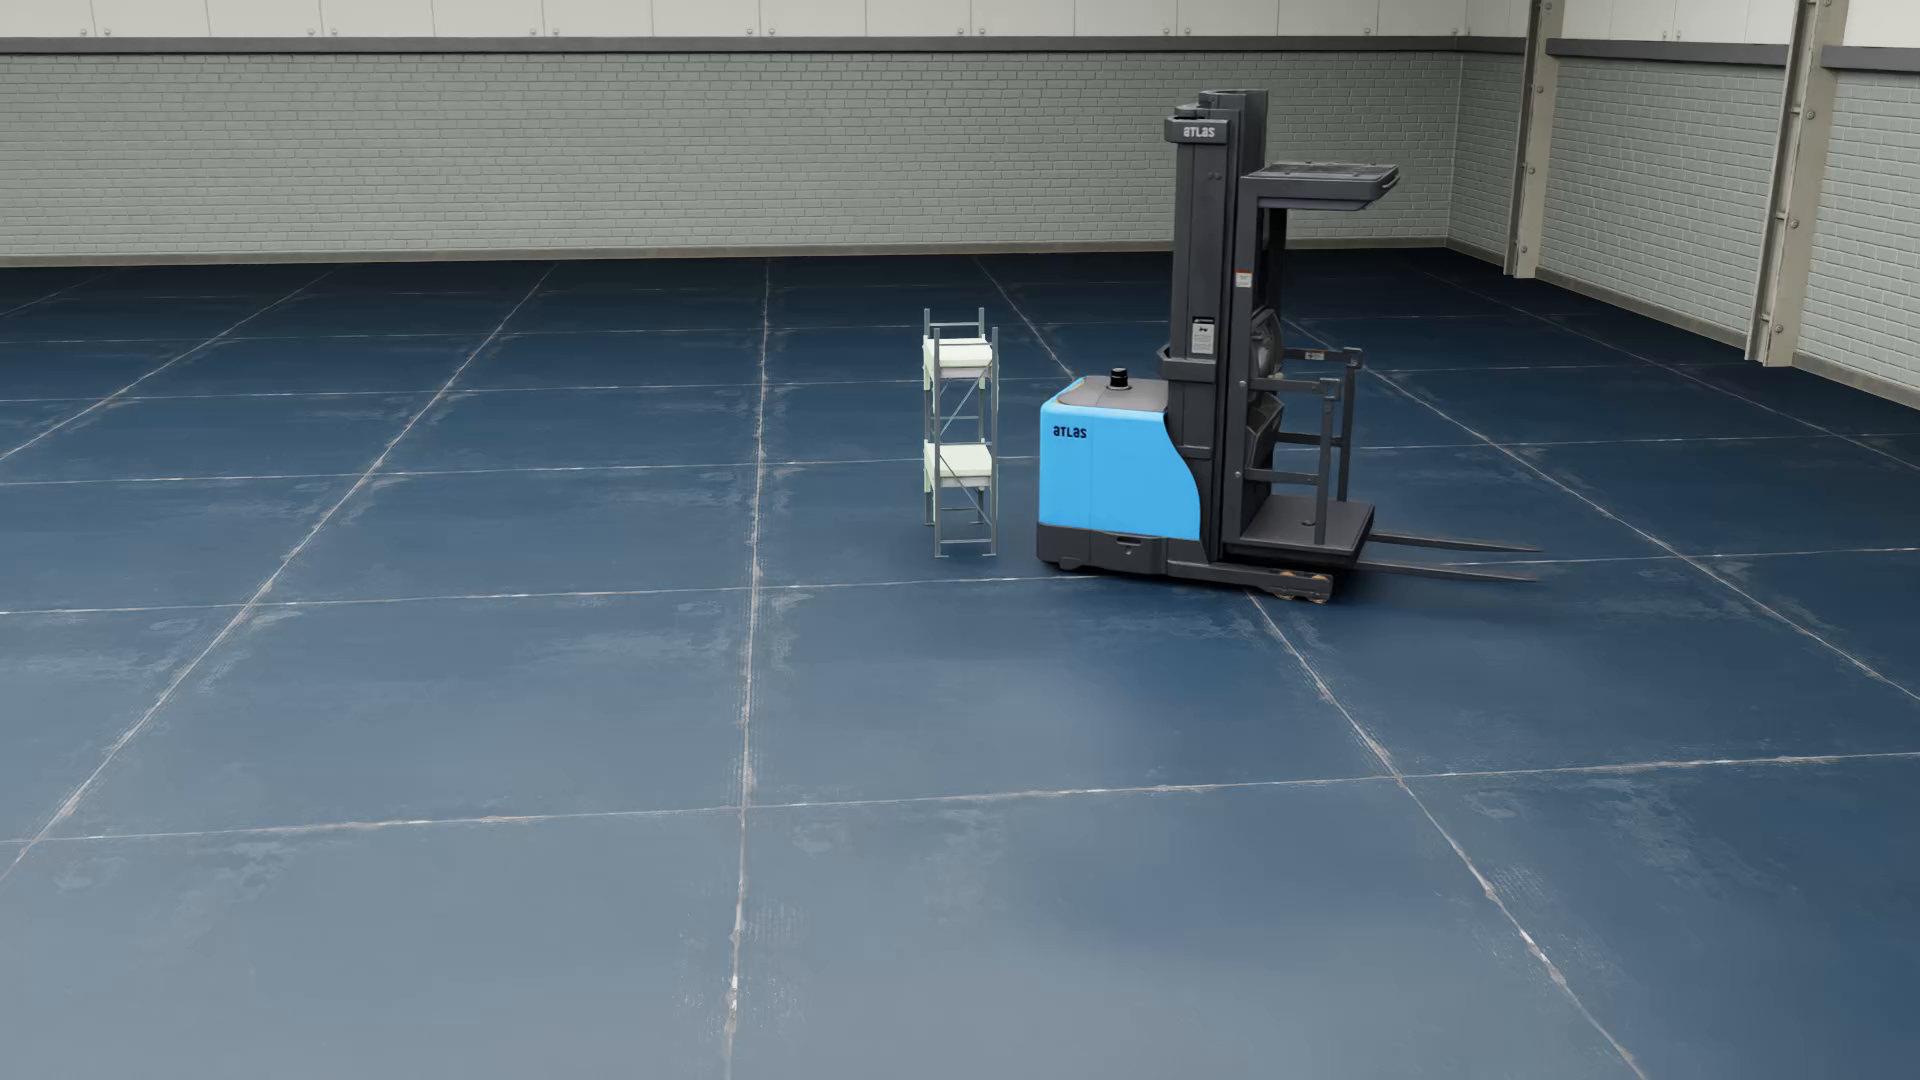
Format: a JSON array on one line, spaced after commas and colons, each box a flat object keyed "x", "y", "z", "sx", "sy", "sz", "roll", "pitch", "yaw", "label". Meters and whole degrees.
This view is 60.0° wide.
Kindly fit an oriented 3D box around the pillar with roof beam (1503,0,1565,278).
[{"x": 3.338, "y": -7.756, "z": 20.857, "sx": 9.100, "sy": 9.000, "sz": 0.400, "roll": -2, "pitch": 18, "yaw": -6, "label": "pillar with roof beam"}]

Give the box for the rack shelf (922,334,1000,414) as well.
[{"x": -0.001, "y": -1.090, "z": 10.842, "sx": 0.431, "sy": 0.370, "sz": 0.720, "roll": -2, "pitch": 18, "yaw": -6, "label": "rack shelf"}]

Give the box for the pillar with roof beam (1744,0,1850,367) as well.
[{"x": 3.957, "y": -5.968, "z": 15.163, "sx": 9.100, "sy": 9.000, "sz": 0.400, "roll": -2, "pitch": 18, "yaw": -6, "label": "pillar with roof beam"}]

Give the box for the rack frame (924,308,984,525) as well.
[{"x": -0.038, "y": -0.827, "z": 11.306, "sx": 0.400, "sy": 1.500, "sz": 0.023, "roll": -2, "pitch": 18, "yaw": -6, "label": "rack frame"}]

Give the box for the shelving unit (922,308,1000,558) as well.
[{"x": -0.001, "y": -0.718, "z": 10.959, "sx": 0.431, "sy": 1.500, "sz": 0.755, "roll": -2, "pitch": 18, "yaw": -6, "label": "shelving unit"}]

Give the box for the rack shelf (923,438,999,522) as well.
[{"x": -0.001, "y": -0.407, "z": 11.056, "sx": 0.431, "sy": 0.370, "sz": 0.720, "roll": -2, "pitch": 18, "yaw": -6, "label": "rack shelf"}]

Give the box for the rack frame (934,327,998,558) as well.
[{"x": 0.037, "y": -0.609, "z": 10.611, "sx": 0.400, "sy": 1.500, "sz": 0.023, "roll": -2, "pitch": 18, "yaw": -6, "label": "rack frame"}]

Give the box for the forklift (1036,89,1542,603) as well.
[{"x": 2.058, "y": -1.198, "z": 10.099, "sx": 3.031, "sy": 2.935, "sz": 1.130, "roll": 6, "pitch": 18, "yaw": 19, "label": "forklift"}]
